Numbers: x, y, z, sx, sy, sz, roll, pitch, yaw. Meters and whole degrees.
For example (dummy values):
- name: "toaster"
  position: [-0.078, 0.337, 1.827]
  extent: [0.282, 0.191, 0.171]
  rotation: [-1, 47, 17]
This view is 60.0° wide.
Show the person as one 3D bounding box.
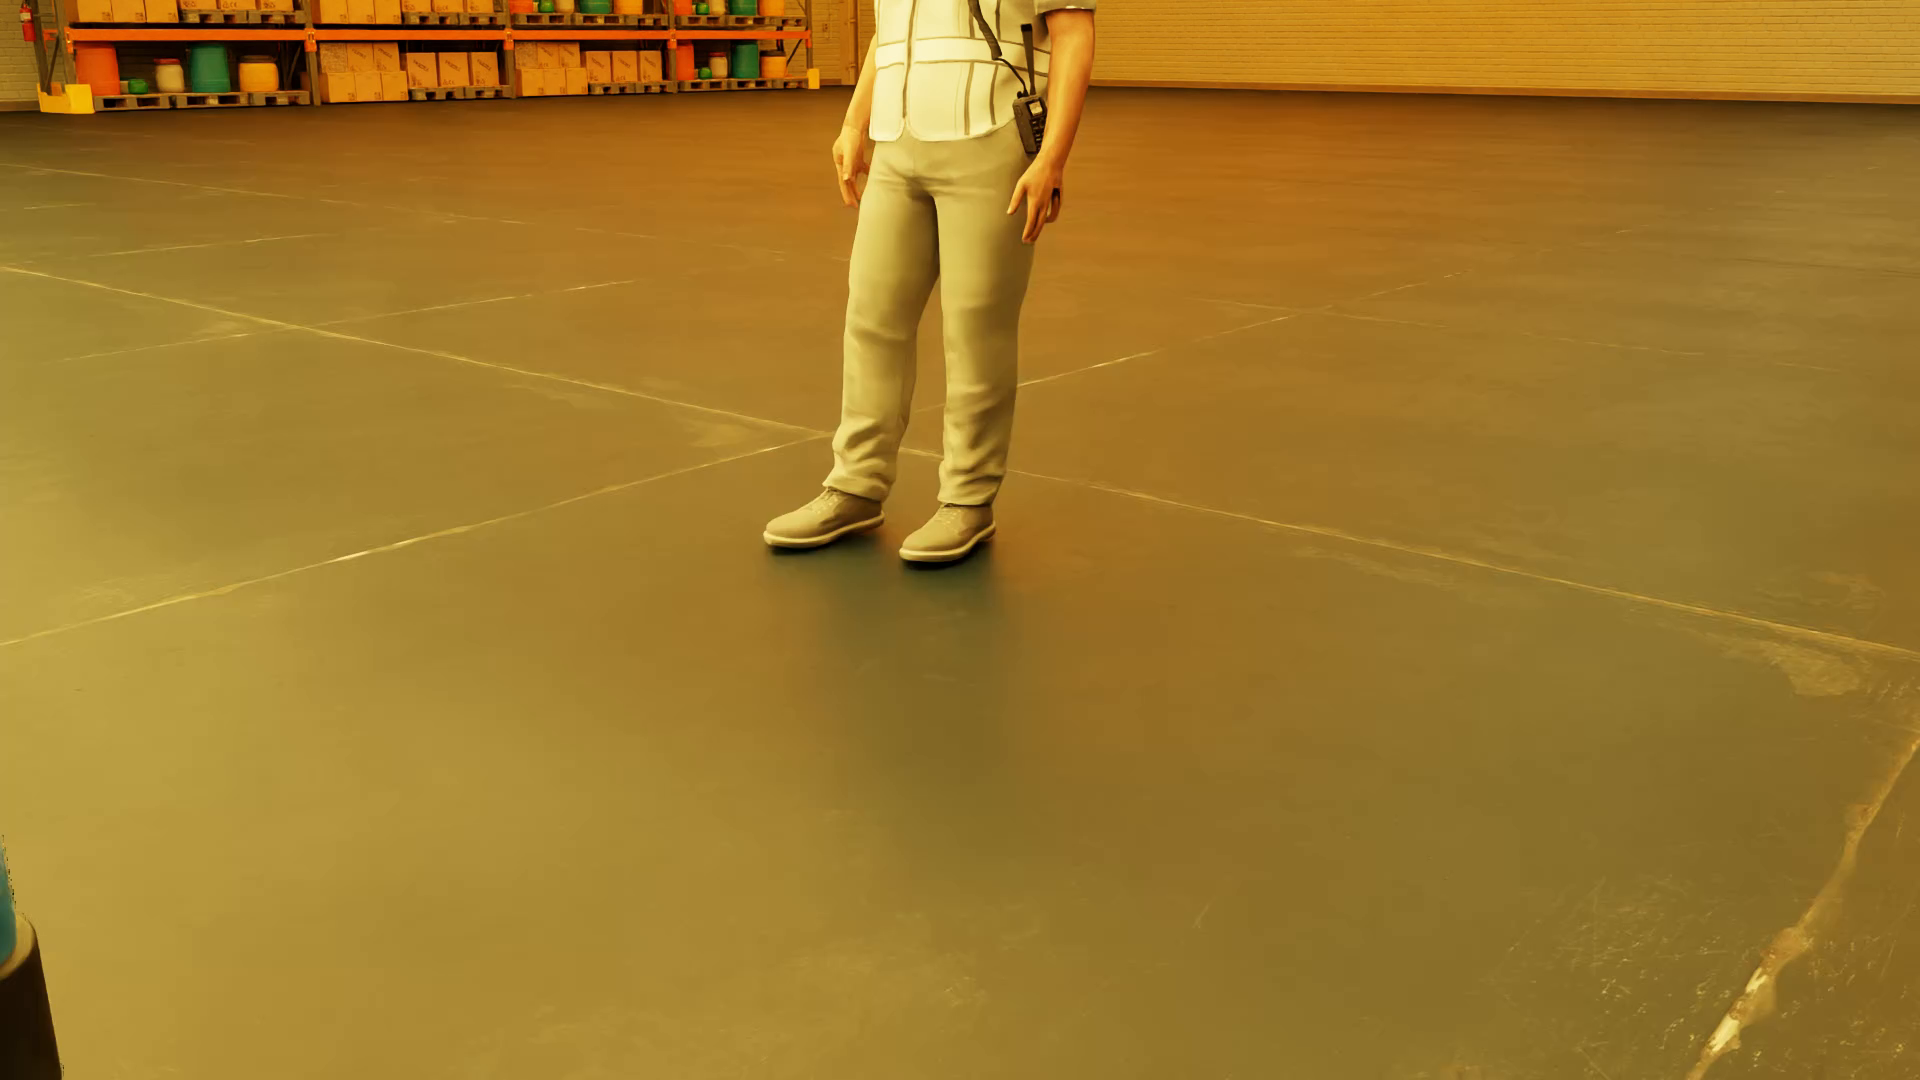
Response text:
- name: "person"
  position: [-0.059, -0.845, 3.630]
  extent: [0.641, 1.780, 0.574]
  rotation: [13, 21, 37]
